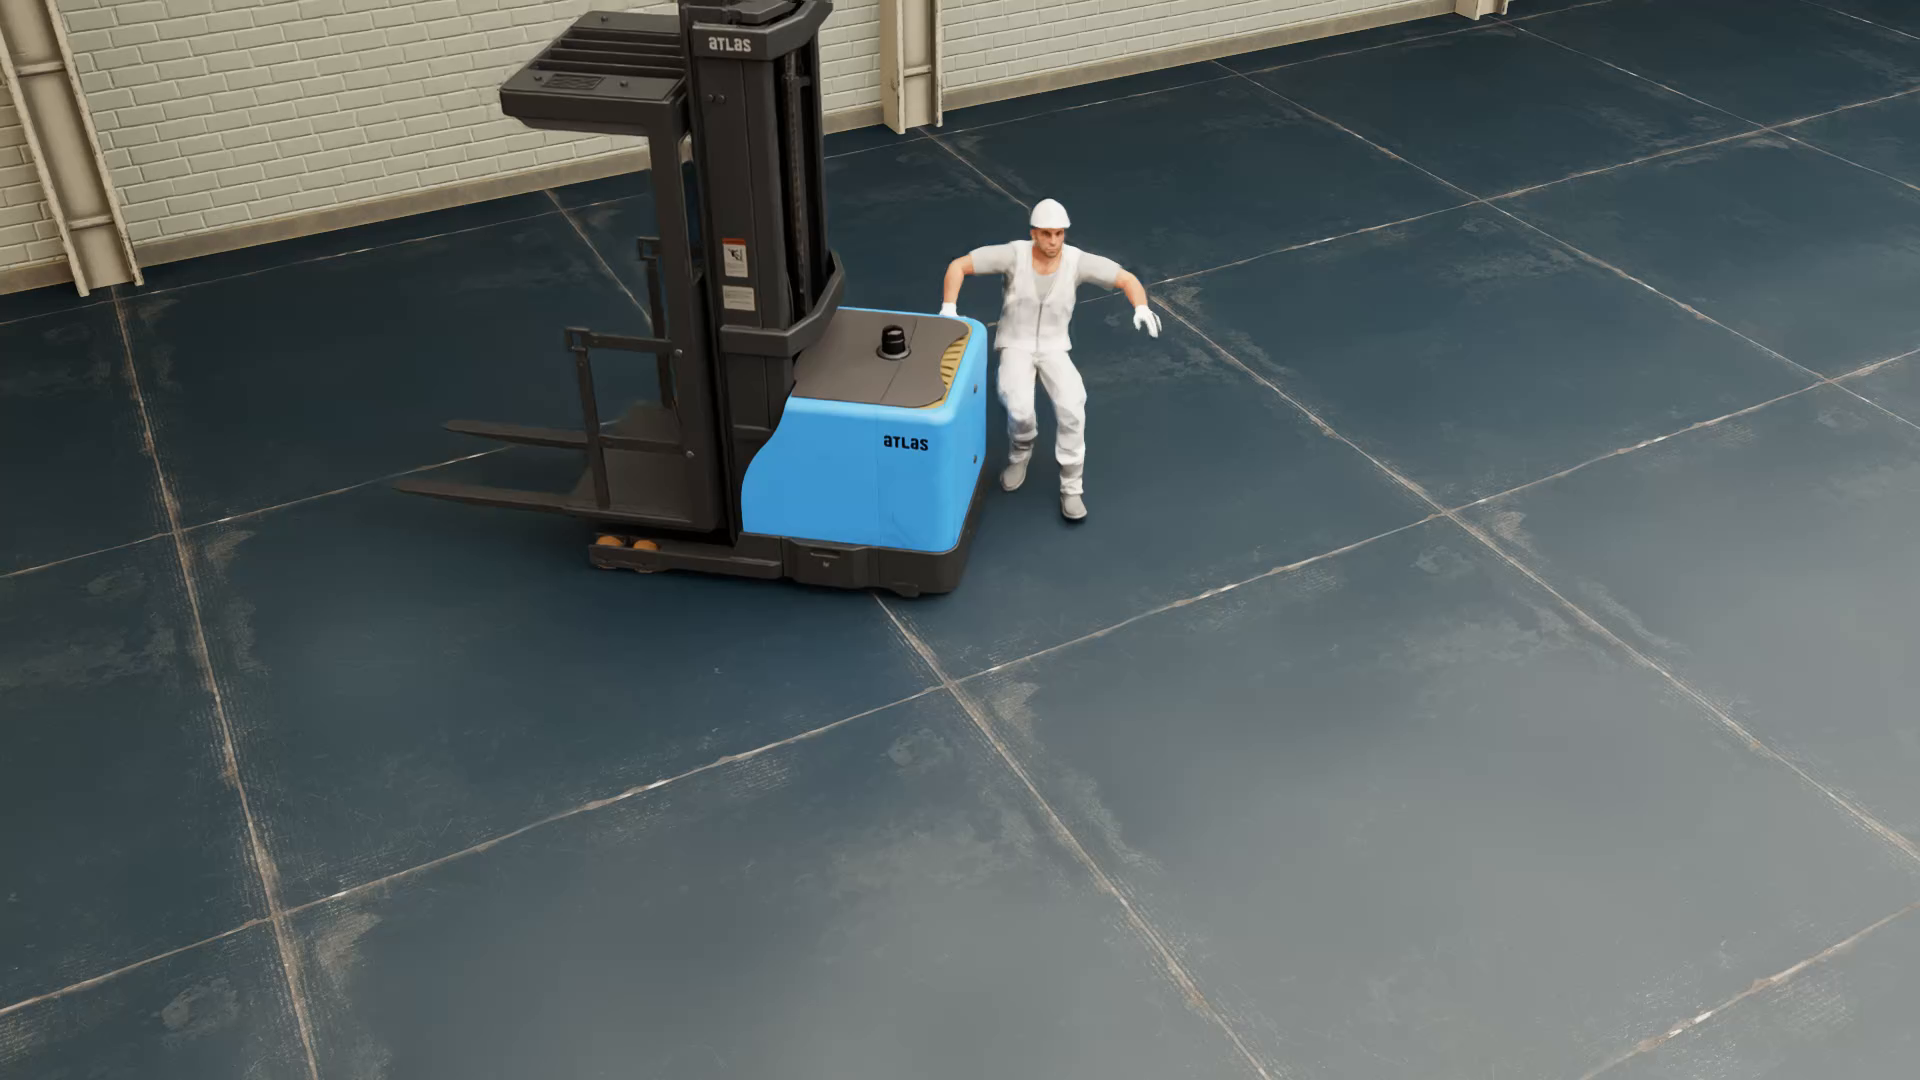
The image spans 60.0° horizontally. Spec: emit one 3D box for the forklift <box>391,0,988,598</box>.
[{"bbox_3d":[-1.418,-1.322,7.993,3.031,2.935,1.130,6,36,9],"label":"forklift"}]

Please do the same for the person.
[{"bbox_3d":[0.422,-0.930,8.635,1.133,1.564,0.860,-6,36,-8],"label":"person"}]
